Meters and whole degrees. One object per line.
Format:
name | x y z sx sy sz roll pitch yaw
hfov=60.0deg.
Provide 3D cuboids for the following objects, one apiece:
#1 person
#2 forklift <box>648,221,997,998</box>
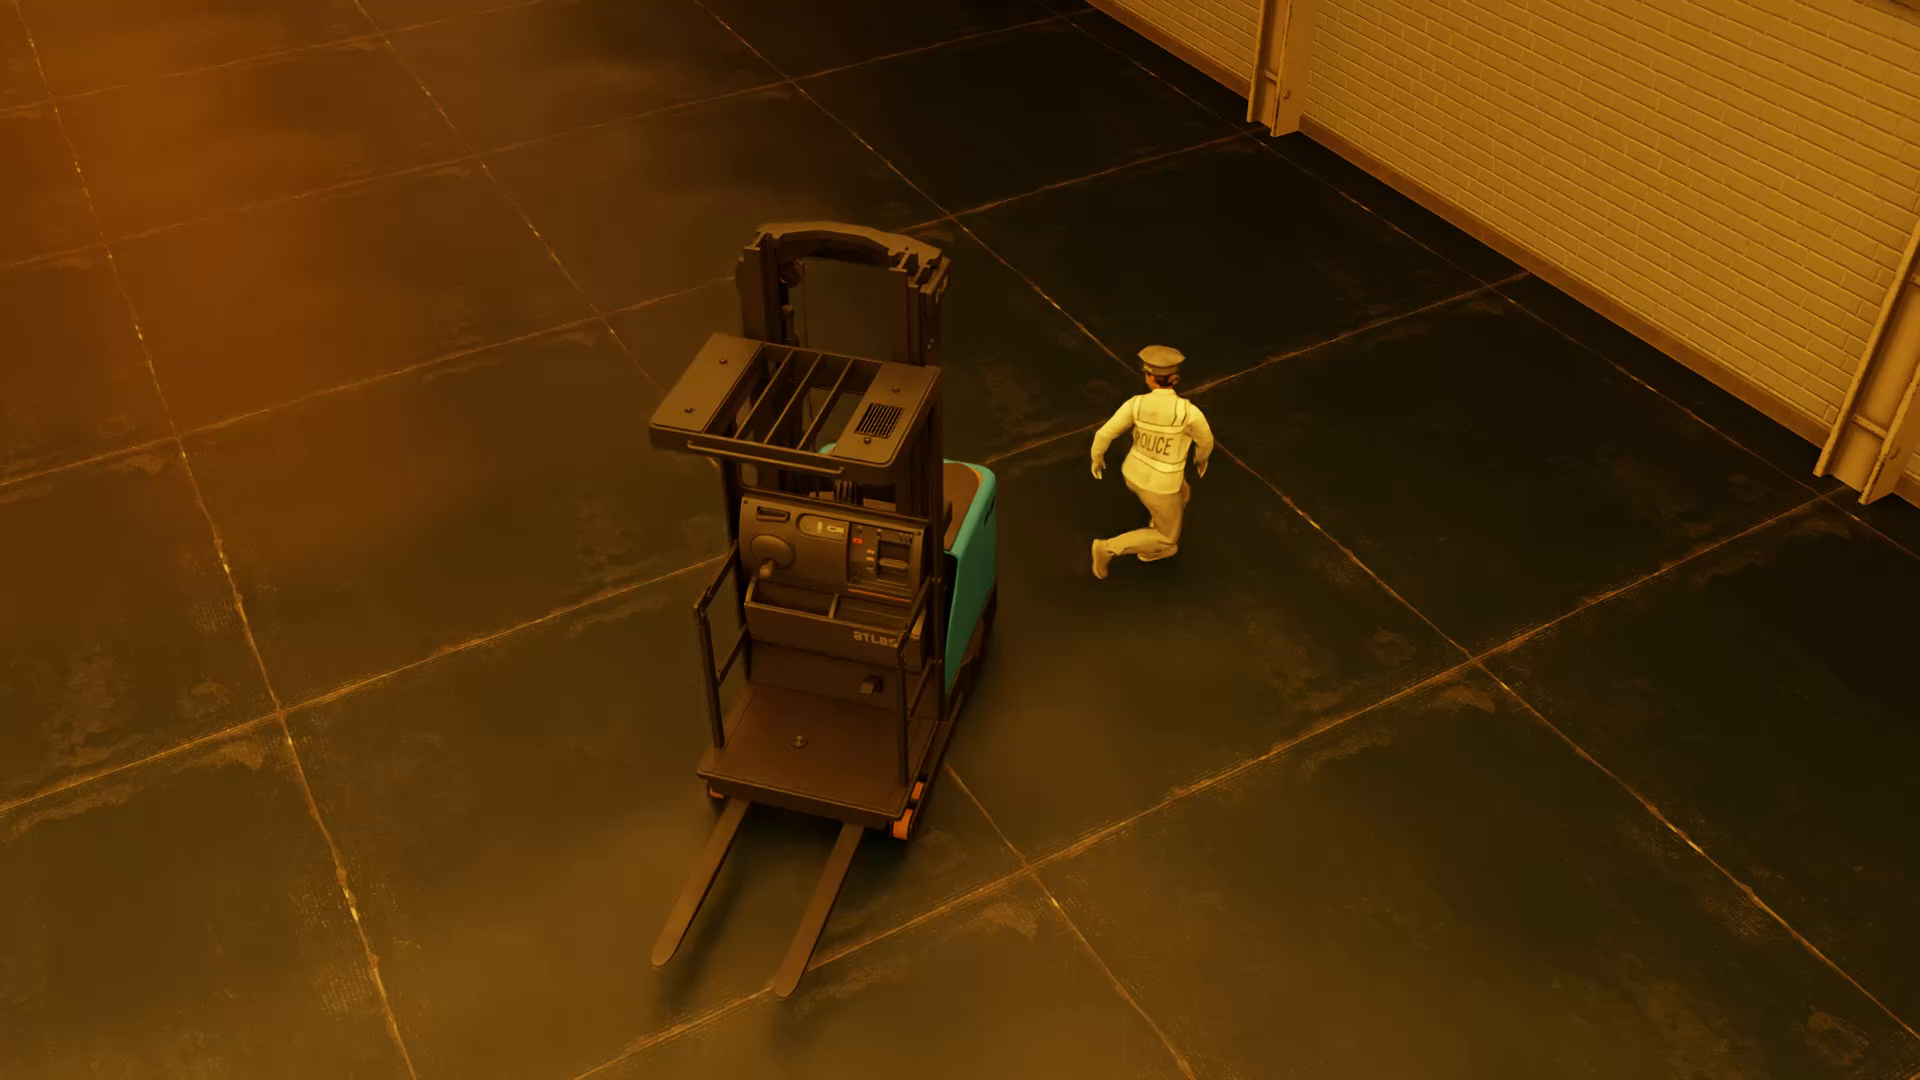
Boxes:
person | 1.075 -0.428 9.759 0.775 1.440 0.573 -27 46 -28
forklift | -0.683 0.118 7.894 1.130 2.935 3.031 10 41 12
